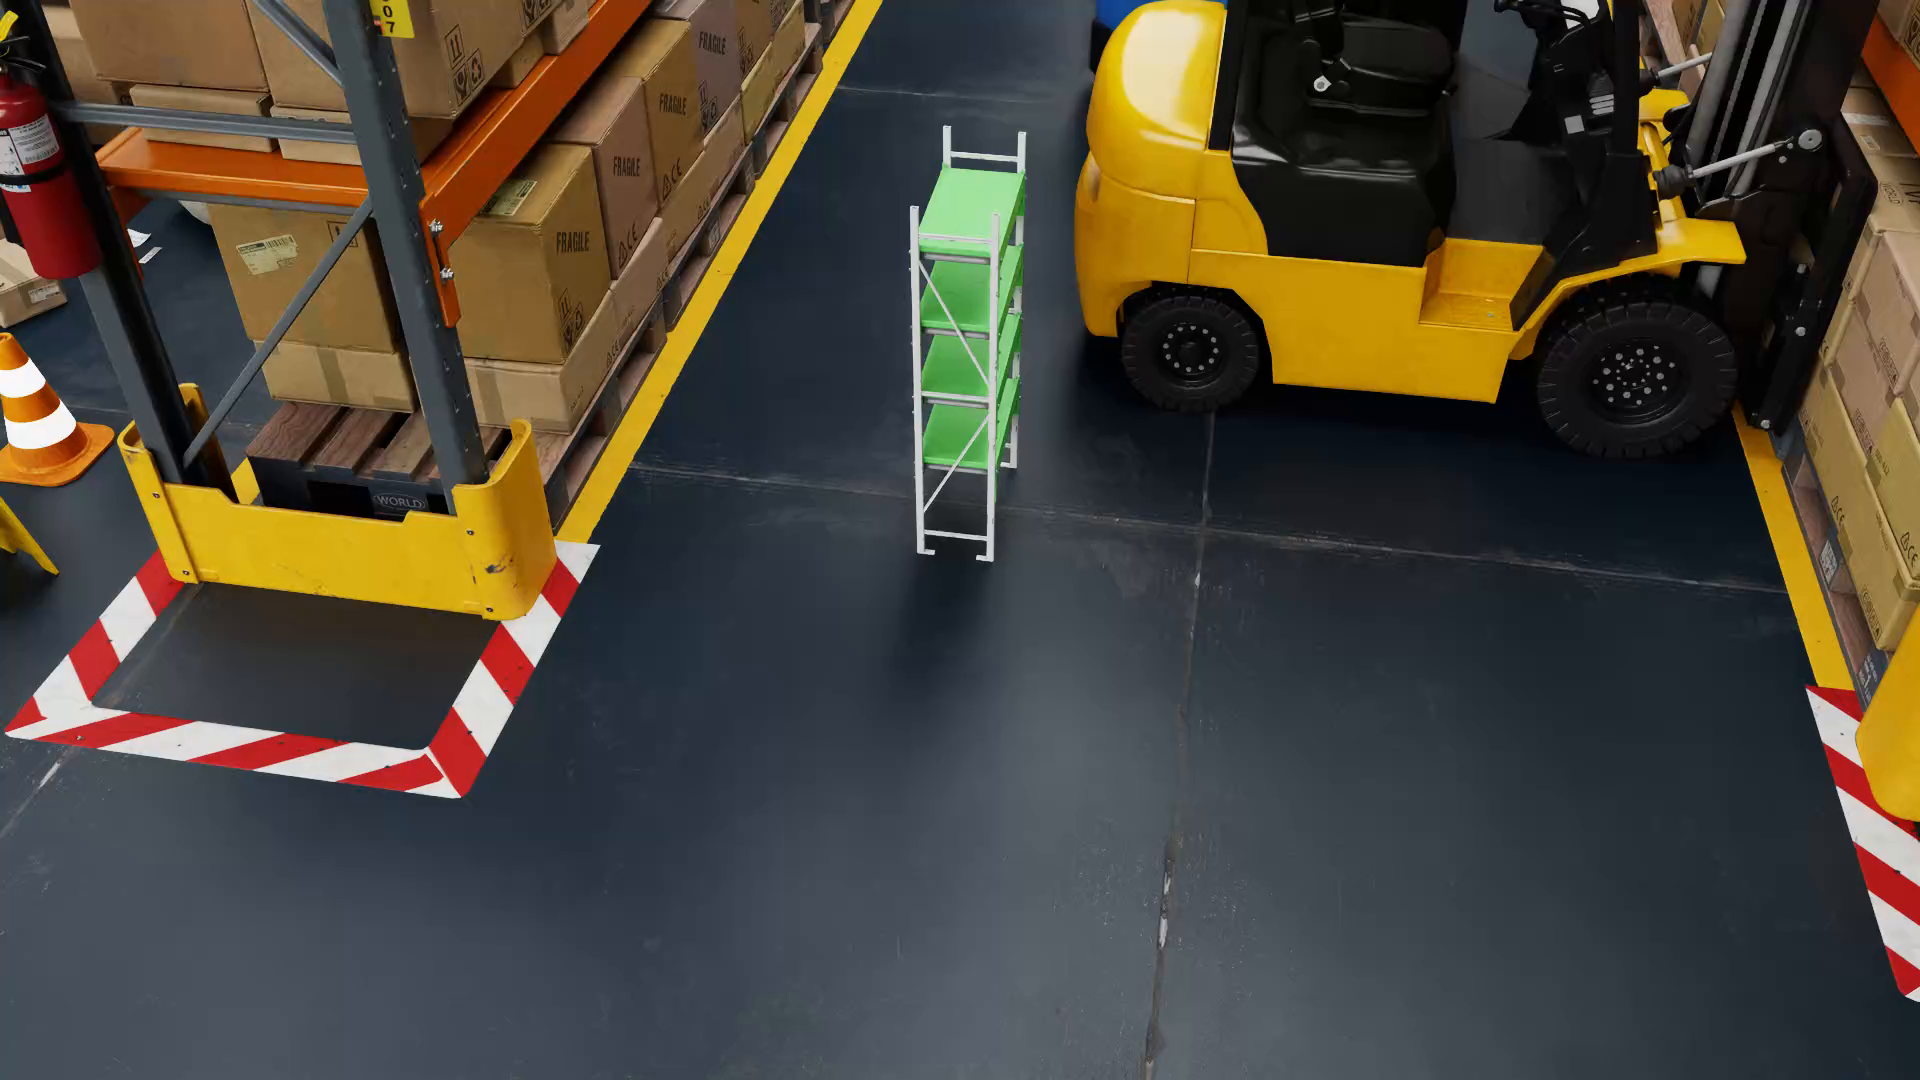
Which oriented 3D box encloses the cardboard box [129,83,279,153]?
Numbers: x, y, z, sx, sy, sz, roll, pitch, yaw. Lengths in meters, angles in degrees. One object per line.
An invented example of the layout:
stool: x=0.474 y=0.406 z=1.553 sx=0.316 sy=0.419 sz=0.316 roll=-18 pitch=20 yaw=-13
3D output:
cardboard box: x=-2.007 y=-1.195 z=4.538 sx=0.380 sy=0.149 sz=0.250 roll=8 pitch=40 yaw=9

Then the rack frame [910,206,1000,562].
rack frame: x=-0.014 y=-0.413 z=4.808 sx=0.240 sy=1.200 sz=0.015 roll=6 pitch=40 yaw=8

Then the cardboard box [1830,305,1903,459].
cardboard box: x=2.902 y=-0.436 z=4.860 sx=0.500 sy=0.250 sz=0.500 roll=6 pitch=40 yaw=7

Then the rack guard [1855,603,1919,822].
rack guard: x=3.025 y=0.490 z=4.265 sx=1.175 sy=0.500 sz=0.348 roll=6 pitch=40 yaw=8

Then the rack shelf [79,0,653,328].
rack shelf: x=-1.515 y=-2.011 z=5.893 sx=1.077 sy=0.370 sz=4.000 roll=6 pitch=40 yaw=8

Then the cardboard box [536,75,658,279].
cardboard box: x=-1.359 y=-1.244 z=5.640 sx=0.500 sy=0.500 sz=0.500 roll=5 pitch=40 yaw=6

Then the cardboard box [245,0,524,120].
cardboard box: x=-1.506 y=-1.453 z=4.341 sx=0.500 sy=0.500 sz=0.500 roll=6 pitch=40 yaw=7

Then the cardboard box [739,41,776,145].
cardboard box: x=-1.088 y=-1.910 z=7.034 sx=0.500 sy=0.250 sz=0.500 roll=5 pitch=40 yaw=6

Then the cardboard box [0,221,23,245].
cardboard box: x=-4.050 y=-1.452 z=6.612 sx=0.797 sy=0.503 sz=0.637 roll=-20 pitch=44 yaw=-23

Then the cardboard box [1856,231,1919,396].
cardboard box: x=2.884 y=-0.620 z=4.690 sx=0.500 sy=0.250 sz=0.500 roll=7 pitch=40 yaw=8

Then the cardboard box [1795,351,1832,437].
cardboard box: x=2.990 y=-0.544 z=5.382 sx=0.500 sy=0.250 sz=0.500 roll=7 pitch=40 yaw=8

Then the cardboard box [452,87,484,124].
cardboard box: x=-1.569 y=-1.287 z=4.649 sx=0.380 sy=0.149 sz=0.250 roll=7 pitch=40 yaw=8

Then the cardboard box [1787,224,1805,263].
cardboard box: x=3.061 y=-1.076 z=5.634 sx=0.500 sy=0.250 sz=0.500 roll=6 pitch=40 yaw=8

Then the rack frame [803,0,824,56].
rack frame: x=-1.169 y=-3.543 z=7.182 sx=1.000 sy=3.000 sz=0.127 roll=6 pitch=40 yaw=8

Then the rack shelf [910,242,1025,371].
rack shelf: x=0.029 y=-0.702 z=4.881 sx=0.258 sy=0.148 sz=0.480 roll=6 pitch=40 yaw=8

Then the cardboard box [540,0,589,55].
cardboard box: x=-1.353 y=-1.598 z=5.026 sx=0.380 sy=0.149 sz=0.250 roll=7 pitch=40 yaw=8

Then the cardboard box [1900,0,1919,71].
cardboard box: x=3.042 y=-1.511 z=4.645 sx=0.500 sy=0.500 sz=0.500 roll=6 pitch=40 yaw=7

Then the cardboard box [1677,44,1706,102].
cardboard box: x=3.311 y=-1.833 z=6.942 sx=0.500 sy=0.250 sz=0.500 roll=7 pitch=40 yaw=8

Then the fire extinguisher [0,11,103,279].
fire extinguisher: x=-2.334 y=-0.982 z=4.145 sx=0.296 sy=0.674 sz=0.183 roll=6 pitch=40 yaw=8

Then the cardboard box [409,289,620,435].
cardboard box: x=-1.449 y=-0.611 z=5.463 sx=0.500 sy=0.250 sz=0.500 roll=6 pitch=40 yaw=7

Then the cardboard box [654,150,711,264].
cardboard box: x=-1.271 y=-1.274 z=6.266 sx=0.500 sy=0.250 sz=0.500 roll=9 pitch=40 yaw=11

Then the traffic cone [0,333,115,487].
traffic cone: x=-3.057 y=-0.467 z=5.452 sx=0.336 sy=0.463 sz=0.334 roll=6 pitch=40 yaw=8

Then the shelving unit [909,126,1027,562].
shelving unit: x=0.029 y=-0.566 z=4.993 sx=0.258 sy=1.200 sz=0.503 roll=6 pitch=40 yaw=8

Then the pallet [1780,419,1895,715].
pallet: x=3.120 y=0.102 z=4.961 sx=1.003 sy=0.211 sz=1.213 roll=6 pitch=40 yaw=8

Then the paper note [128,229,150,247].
paper note: x=-3.363 y=-1.214 z=6.703 sx=0.148 sy=0.019 sz=0.142 roll=20 pitch=44 yaw=23

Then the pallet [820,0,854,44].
pallet: x=-1.035 y=-2.957 z=8.661 sx=1.003 sy=0.211 sz=1.213 roll=6 pitch=40 yaw=8

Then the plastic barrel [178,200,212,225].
plastic barrel: x=-2.994 y=-1.503 z=6.736 sx=0.421 sy=0.421 sz=0.512 roll=-28 pitch=47 yaw=-30

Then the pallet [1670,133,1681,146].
pallet: x=3.542 y=-1.429 z=6.813 sx=1.003 sy=0.211 sz=1.213 roll=6 pitch=40 yaw=8

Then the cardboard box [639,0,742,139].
cardboard box: x=-1.180 y=-1.894 z=6.426 sx=0.500 sy=0.500 sz=0.500 roll=8 pitch=40 yaw=10

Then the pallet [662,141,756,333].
pallet: x=-1.459 y=-1.275 z=6.627 sx=1.003 sy=0.211 sz=1.213 roll=6 pitch=40 yaw=8

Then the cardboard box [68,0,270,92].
cardboard box: x=-2.038 y=-1.557 z=4.468 sx=0.500 sy=0.500 sz=0.500 roll=6 pitch=40 yaw=7

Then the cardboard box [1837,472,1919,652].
cardboard box: x=2.799 y=0.080 z=4.627 sx=0.500 sy=0.250 sz=0.500 roll=7 pitch=40 yaw=8

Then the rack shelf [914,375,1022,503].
rack shelf: x=0.029 y=-0.332 z=5.187 sx=0.258 sy=0.148 sz=0.480 roll=6 pitch=40 yaw=8

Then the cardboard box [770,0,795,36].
cardboard box: x=-1.007 y=-2.534 z=7.200 sx=0.500 sy=0.500 sz=0.500 roll=6 pitch=40 yaw=7

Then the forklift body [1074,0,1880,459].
forklift body: x=1.560 y=-1.552 z=5.439 sx=2.313 sy=2.155 sz=1.214 roll=6 pitch=40 yaw=8

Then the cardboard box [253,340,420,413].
cardboard box: x=-1.982 y=-0.687 z=5.555 sx=0.500 sy=0.250 sz=0.500 roll=6 pitch=40 yaw=7

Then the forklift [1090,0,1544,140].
forklift: x=1.849 y=-2.699 z=6.214 sx=1.130 sy=2.935 sz=3.031 roll=-23 pitch=45 yaw=-25

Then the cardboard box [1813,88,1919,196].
cardboard box: x=3.056 y=-1.255 z=5.458 sx=0.500 sy=0.250 sz=0.500 roll=6 pitch=40 yaw=7

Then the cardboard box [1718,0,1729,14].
cardboard box: x=3.328 y=-2.217 z=6.621 sx=0.500 sy=0.250 sz=0.500 roll=6 pitch=40 yaw=7
